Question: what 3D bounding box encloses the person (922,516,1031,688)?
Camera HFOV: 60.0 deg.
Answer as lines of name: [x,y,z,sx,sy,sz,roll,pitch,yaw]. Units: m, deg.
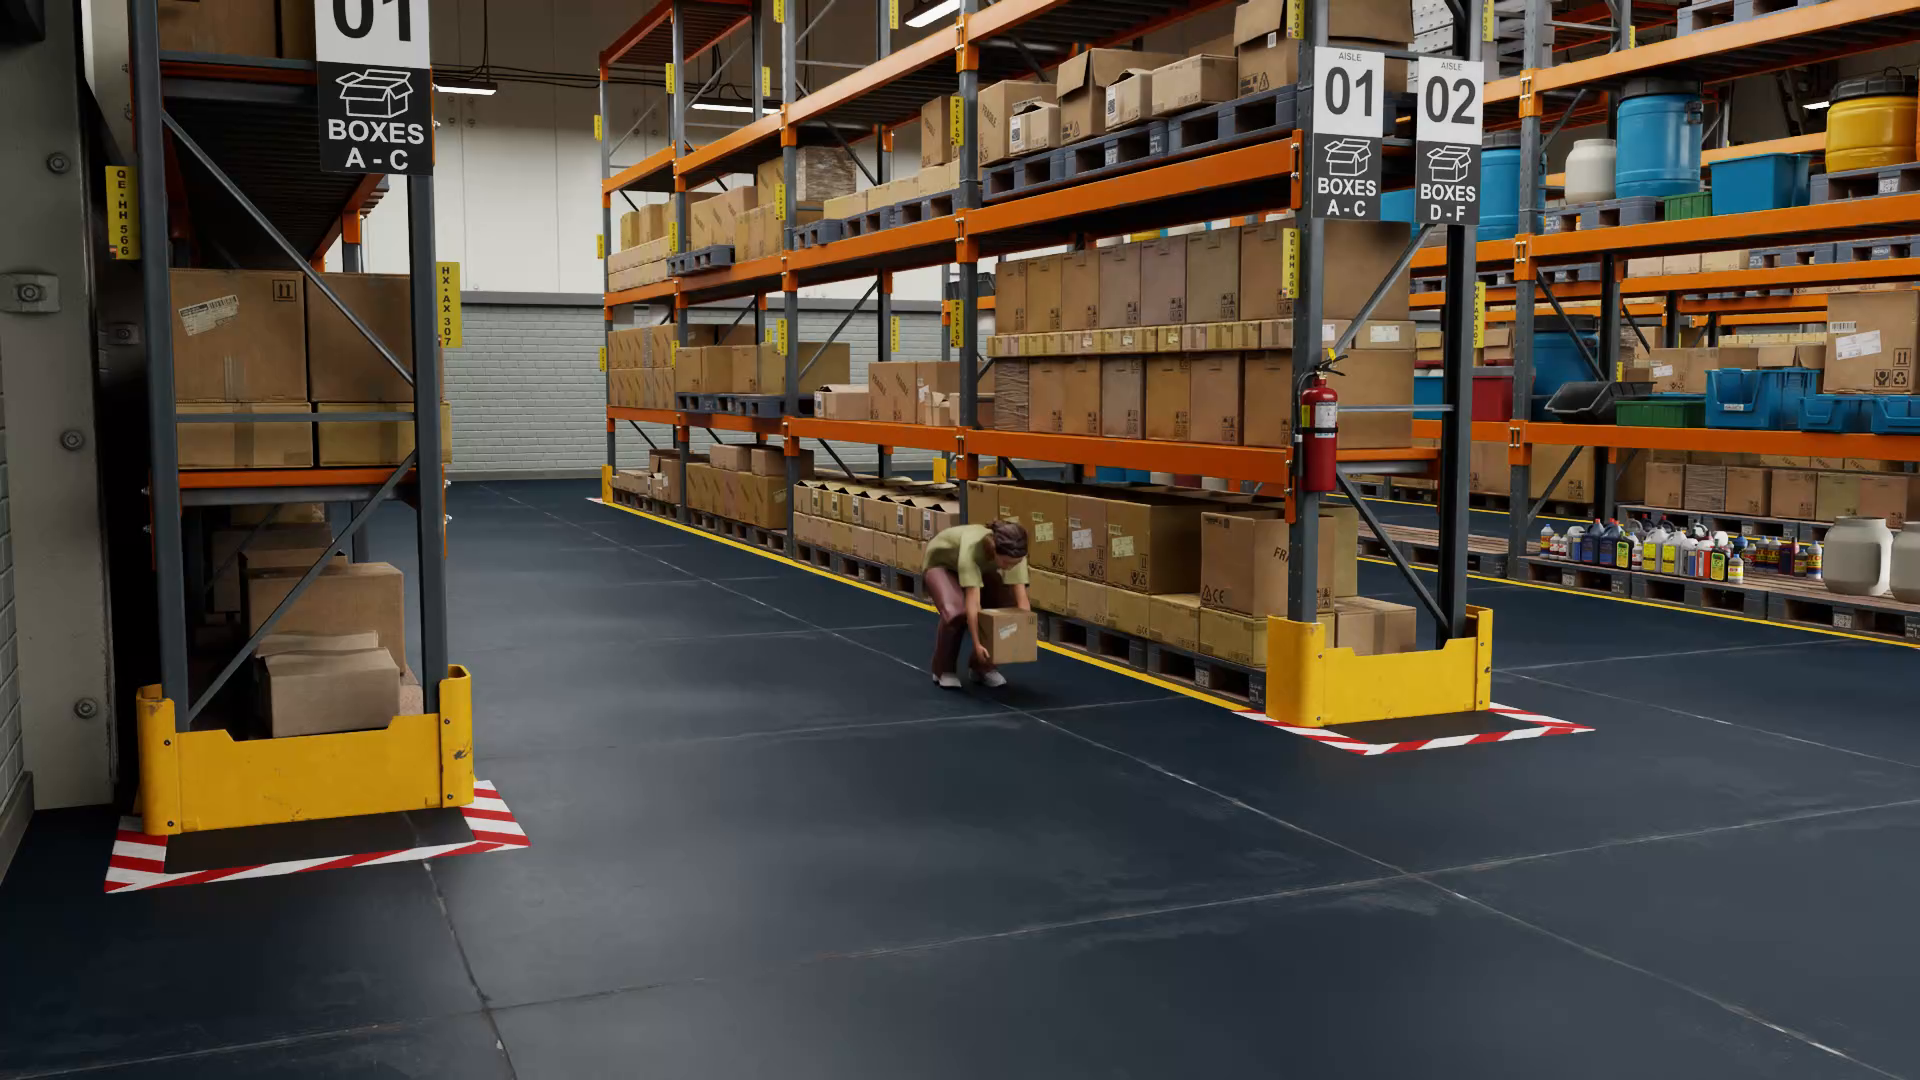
person: [0.101,0.328,8.885,0.465,0.945,0.860,-3,6,-26]
